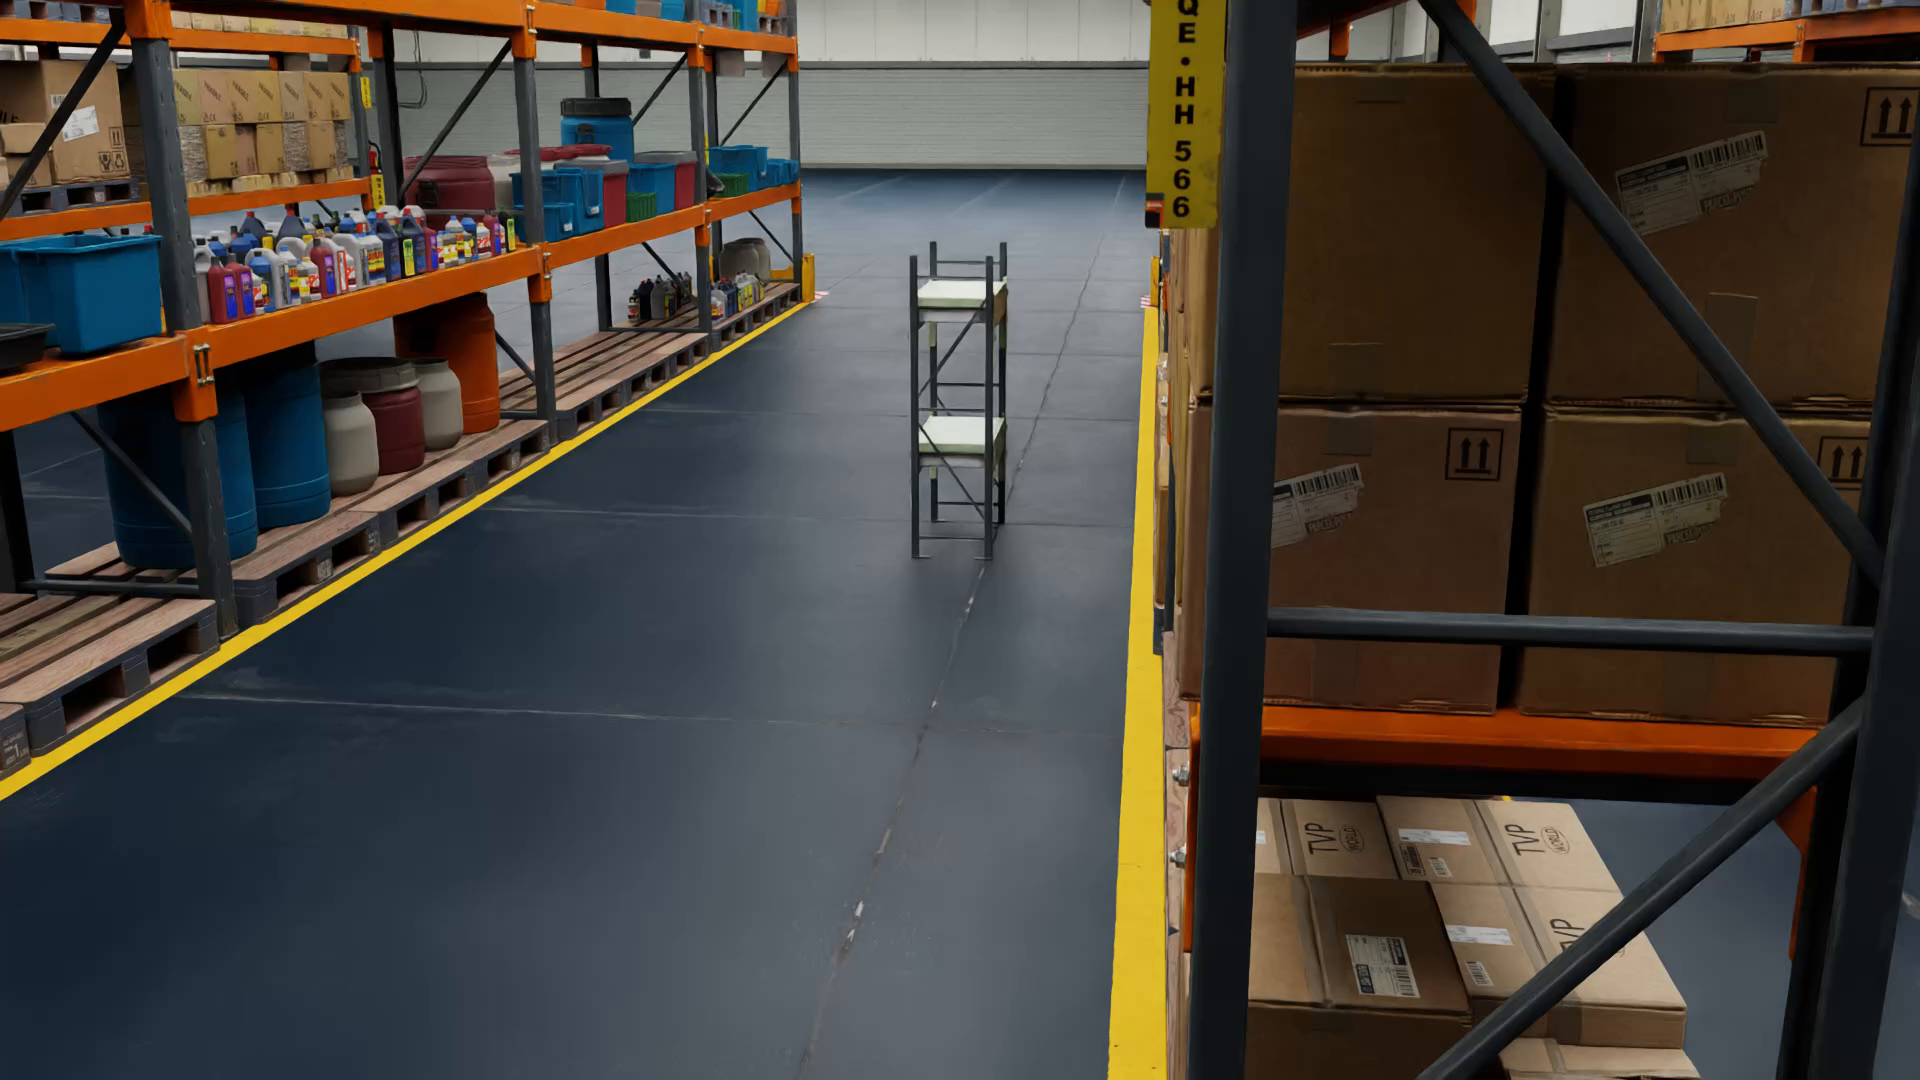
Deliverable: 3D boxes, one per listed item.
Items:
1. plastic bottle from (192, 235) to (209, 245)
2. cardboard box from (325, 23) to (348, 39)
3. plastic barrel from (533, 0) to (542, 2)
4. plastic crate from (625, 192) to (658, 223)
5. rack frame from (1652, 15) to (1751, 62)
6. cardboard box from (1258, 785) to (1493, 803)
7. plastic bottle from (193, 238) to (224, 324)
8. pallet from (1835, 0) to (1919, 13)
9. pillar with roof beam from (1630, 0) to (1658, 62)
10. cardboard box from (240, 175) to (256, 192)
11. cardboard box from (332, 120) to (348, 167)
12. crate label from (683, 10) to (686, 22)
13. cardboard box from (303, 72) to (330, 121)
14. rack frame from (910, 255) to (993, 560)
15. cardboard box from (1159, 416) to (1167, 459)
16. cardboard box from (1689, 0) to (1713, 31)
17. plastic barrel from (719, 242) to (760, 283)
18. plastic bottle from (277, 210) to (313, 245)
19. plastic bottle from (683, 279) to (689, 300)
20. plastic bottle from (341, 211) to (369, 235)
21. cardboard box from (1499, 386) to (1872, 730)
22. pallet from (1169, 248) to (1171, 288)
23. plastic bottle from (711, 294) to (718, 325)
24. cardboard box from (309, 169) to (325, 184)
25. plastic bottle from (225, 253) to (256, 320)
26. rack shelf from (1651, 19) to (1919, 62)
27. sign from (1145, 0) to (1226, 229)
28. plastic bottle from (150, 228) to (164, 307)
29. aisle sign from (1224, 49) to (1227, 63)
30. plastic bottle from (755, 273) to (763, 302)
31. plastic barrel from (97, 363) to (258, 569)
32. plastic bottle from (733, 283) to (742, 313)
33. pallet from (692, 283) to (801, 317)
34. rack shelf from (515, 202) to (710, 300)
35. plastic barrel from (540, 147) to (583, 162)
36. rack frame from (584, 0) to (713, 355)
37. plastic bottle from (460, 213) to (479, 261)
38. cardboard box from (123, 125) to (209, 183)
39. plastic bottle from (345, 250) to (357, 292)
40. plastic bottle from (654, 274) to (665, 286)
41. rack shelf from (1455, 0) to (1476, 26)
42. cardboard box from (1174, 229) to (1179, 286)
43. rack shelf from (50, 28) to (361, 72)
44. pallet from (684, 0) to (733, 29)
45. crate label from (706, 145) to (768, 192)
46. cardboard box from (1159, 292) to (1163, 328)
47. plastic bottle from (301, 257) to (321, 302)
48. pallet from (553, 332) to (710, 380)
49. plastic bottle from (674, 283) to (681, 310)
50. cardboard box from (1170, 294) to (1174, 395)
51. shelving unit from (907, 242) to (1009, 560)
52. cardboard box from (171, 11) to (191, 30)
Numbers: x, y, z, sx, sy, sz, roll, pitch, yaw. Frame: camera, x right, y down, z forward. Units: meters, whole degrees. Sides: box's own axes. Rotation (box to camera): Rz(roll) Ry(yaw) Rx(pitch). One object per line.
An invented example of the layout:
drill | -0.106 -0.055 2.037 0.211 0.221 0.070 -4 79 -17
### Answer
plastic bottle | -3.775 -1.357 8.172 0.152 0.276 0.135 2 15 6
cardboard box | -6.981 -5.546 17.966 0.500 0.250 0.500 2 15 8
plastic barrel | -2.821 -3.656 10.474 0.421 0.512 0.421 0 15 0
plastic crate | -2.625 -2.557 12.779 0.450 0.188 0.662 2 15 6
rack frame | 7.586 -3.865 17.210 1.000 3.000 0.127 2 15 6
cardboard box | 1.103 0.582 4.702 0.797 0.503 0.637 2 15 6
plastic bottle | -3.245 -1.113 7.126 0.144 0.351 0.185 2 15 6
pallet | 6.845 -3.759 11.430 1.213 0.211 1.003 2 15 6
pillar with roof beam | 4.766 -8.237 21.885 9.100 9.000 0.400 2 15 6
cardboard box | -7.190 -3.516 16.400 0.380 0.149 0.250 2 15 6
cardboard box | -7.268 -4.353 18.252 0.875 0.500 0.500 2 15 6
crate label | -2.797 -5.057 16.157 0.502 0.251 0.408 2 15 6
cardboard box | -7.046 -4.698 17.611 0.500 0.500 0.500 2 15 6
rack frame | -0.041 -0.631 8.122 0.400 1.500 0.023 2 15 6
cardboard box | 1.202 -0.298 7.963 0.500 0.500 0.500 2 15 7
cardboard box | 7.149 -5.019 15.499 0.500 0.500 0.500 2 15 9
plastic barrel | -2.312 -2.856 17.438 0.421 0.512 0.421 0 15 0
plastic bottle | -3.542 -1.585 8.872 0.144 0.351 0.185 2 15 6
plastic bottle | -2.783 -2.531 16.792 0.097 0.201 0.097 0 15 0
plastic bottle | -3.582 -1.800 9.808 0.152 0.276 0.135 2 15 6
cardboard box | 1.170 -0.016 2.783 0.500 0.500 0.500 2 15 7
pallet | 1.546 -1.338 8.232 1.003 0.211 1.213 2 15 6
plastic bottle | -2.237 -2.085 15.009 0.097 0.271 0.097 0 15 0
cardboard box | -7.055 -3.906 17.842 0.380 0.149 0.250 2 15 6
plastic bottle | -3.131 -1.105 7.227 0.061 0.283 0.133 2 15 6
rack shelf | 7.361 -4.447 14.994 1.077 0.370 4.000 2 15 6
sign | 0.309 -0.593 2.286 0.100 0.325 0.005 2 15 6
plastic bottle | -3.690 -1.265 7.687 0.144 0.351 0.185 2 15 6
aisle sign | 2.963 -5.273 17.437 0.394 0.787 0.004 2 15 6
plastic bottle | -2.024 -2.538 16.663 0.061 0.283 0.133 2 15 8
plastic barrel | -3.533 -0.375 7.518 0.600 0.901 0.708 2 15 6
plastic bottle | -2.124 -2.308 15.813 0.061 0.283 0.133 2 15 9
pallet | -2.316 -2.579 17.796 1.003 0.211 1.213 2 15 6
rack shelf | -2.934 -2.254 12.628 1.077 0.370 4.000 2 15 6
plastic barrel | -3.117 -2.753 12.837 0.433 0.535 0.433 0 15 0
rack frame | -2.709 -3.120 14.452 1.000 3.000 0.127 2 15 6
plastic bottle | -2.861 -1.763 9.681 0.097 0.271 0.097 0 15 0
cardboard box | -7.518 -3.572 15.365 0.875 0.500 0.500 2 15 6
plastic bottle | -3.036 -1.327 8.204 0.097 0.201 0.097 0 15 0
plastic bottle | -2.864 -2.362 15.884 0.144 0.351 0.185 2 15 6
rack shelf | 1.084 -1.480 4.020 1.077 0.370 4.000 2 15 6
cardboard box | 0.803 -0.914 4.187 0.500 0.500 0.500 2 15 8
rack shelf | -7.404 -4.885 16.612 1.077 0.370 4.000 2 15 6
pallet | -2.724 -4.666 14.788 1.213 0.211 1.003 2 15 6
crate label | -2.196 -3.689 16.489 0.502 0.435 0.616 2 15 6
cardboard box | 1.799 -1.755 12.795 0.500 0.311 0.500 1 15 4
plastic bottle | -3.077 -1.232 7.853 0.097 0.201 0.097 0 15 0
pallet | -2.759 -1.569 14.059 1.003 0.211 1.213 2 15 6
plastic bottle | -2.736 -2.369 16.037 0.061 0.283 0.133 2 15 6
cardboard box | 0.927 -0.689 5.272 0.500 0.500 0.500 2 15 7
shelving unit | 0.001 -0.726 8.473 0.431 1.500 0.755 2 15 6
cardboard box | -7.325 -4.750 15.024 0.500 0.250 0.500 1 15 4
